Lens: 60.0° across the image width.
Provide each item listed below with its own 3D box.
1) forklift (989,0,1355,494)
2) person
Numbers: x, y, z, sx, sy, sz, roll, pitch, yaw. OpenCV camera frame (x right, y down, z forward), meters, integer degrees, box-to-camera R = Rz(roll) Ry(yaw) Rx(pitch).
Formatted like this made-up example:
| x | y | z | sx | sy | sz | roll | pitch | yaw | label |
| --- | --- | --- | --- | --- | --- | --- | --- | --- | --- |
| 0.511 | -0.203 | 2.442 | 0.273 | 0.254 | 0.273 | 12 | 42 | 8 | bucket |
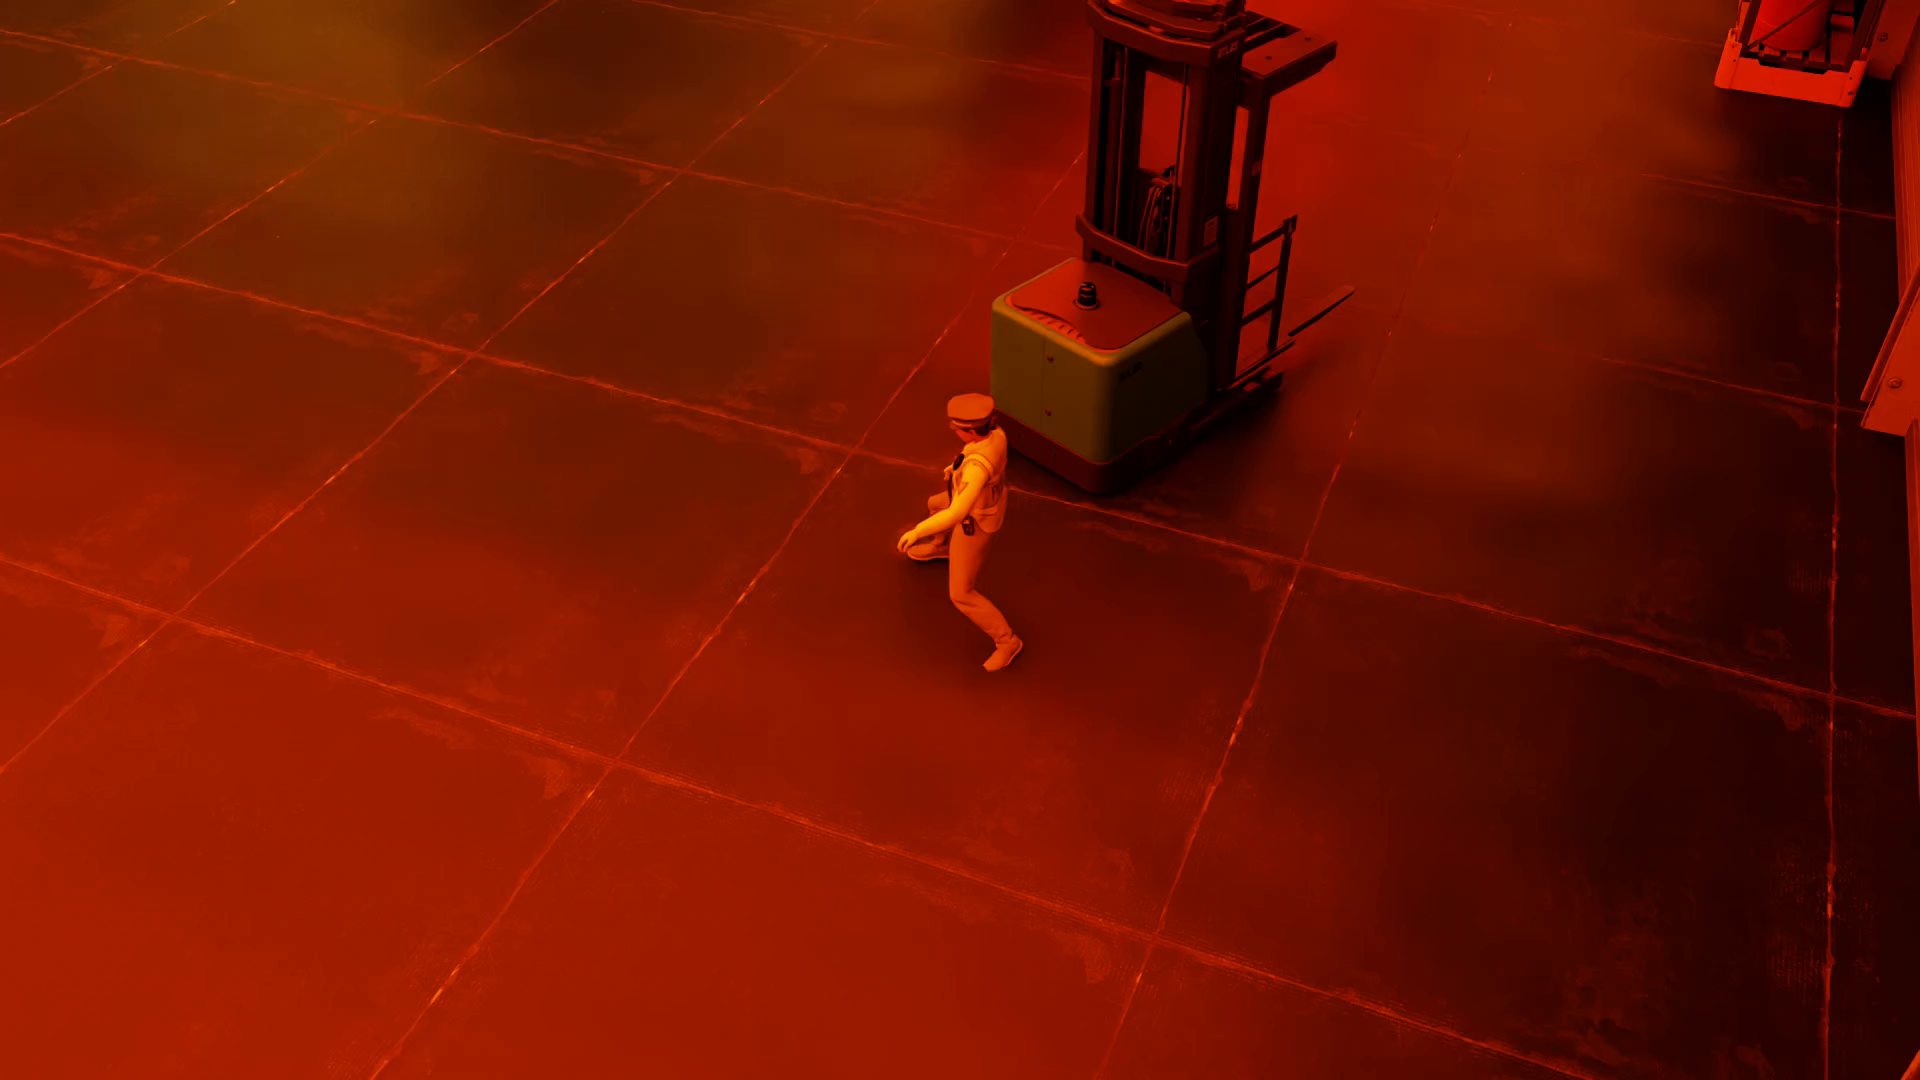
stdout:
| x | y | z | sx | sy | sz | roll | pitch | yaw | label |
| --- | --- | --- | --- | --- | --- | --- | --- | --- | --- |
| 1.579 | -2.253 | 10.698 | 3.031 | 2.935 | 1.130 | -33 | 50 | -33 | forklift |
| 0.010 | -0.151 | 9.342 | 0.865 | 1.531 | 0.927 | 10 | 41 | 11 | person |
